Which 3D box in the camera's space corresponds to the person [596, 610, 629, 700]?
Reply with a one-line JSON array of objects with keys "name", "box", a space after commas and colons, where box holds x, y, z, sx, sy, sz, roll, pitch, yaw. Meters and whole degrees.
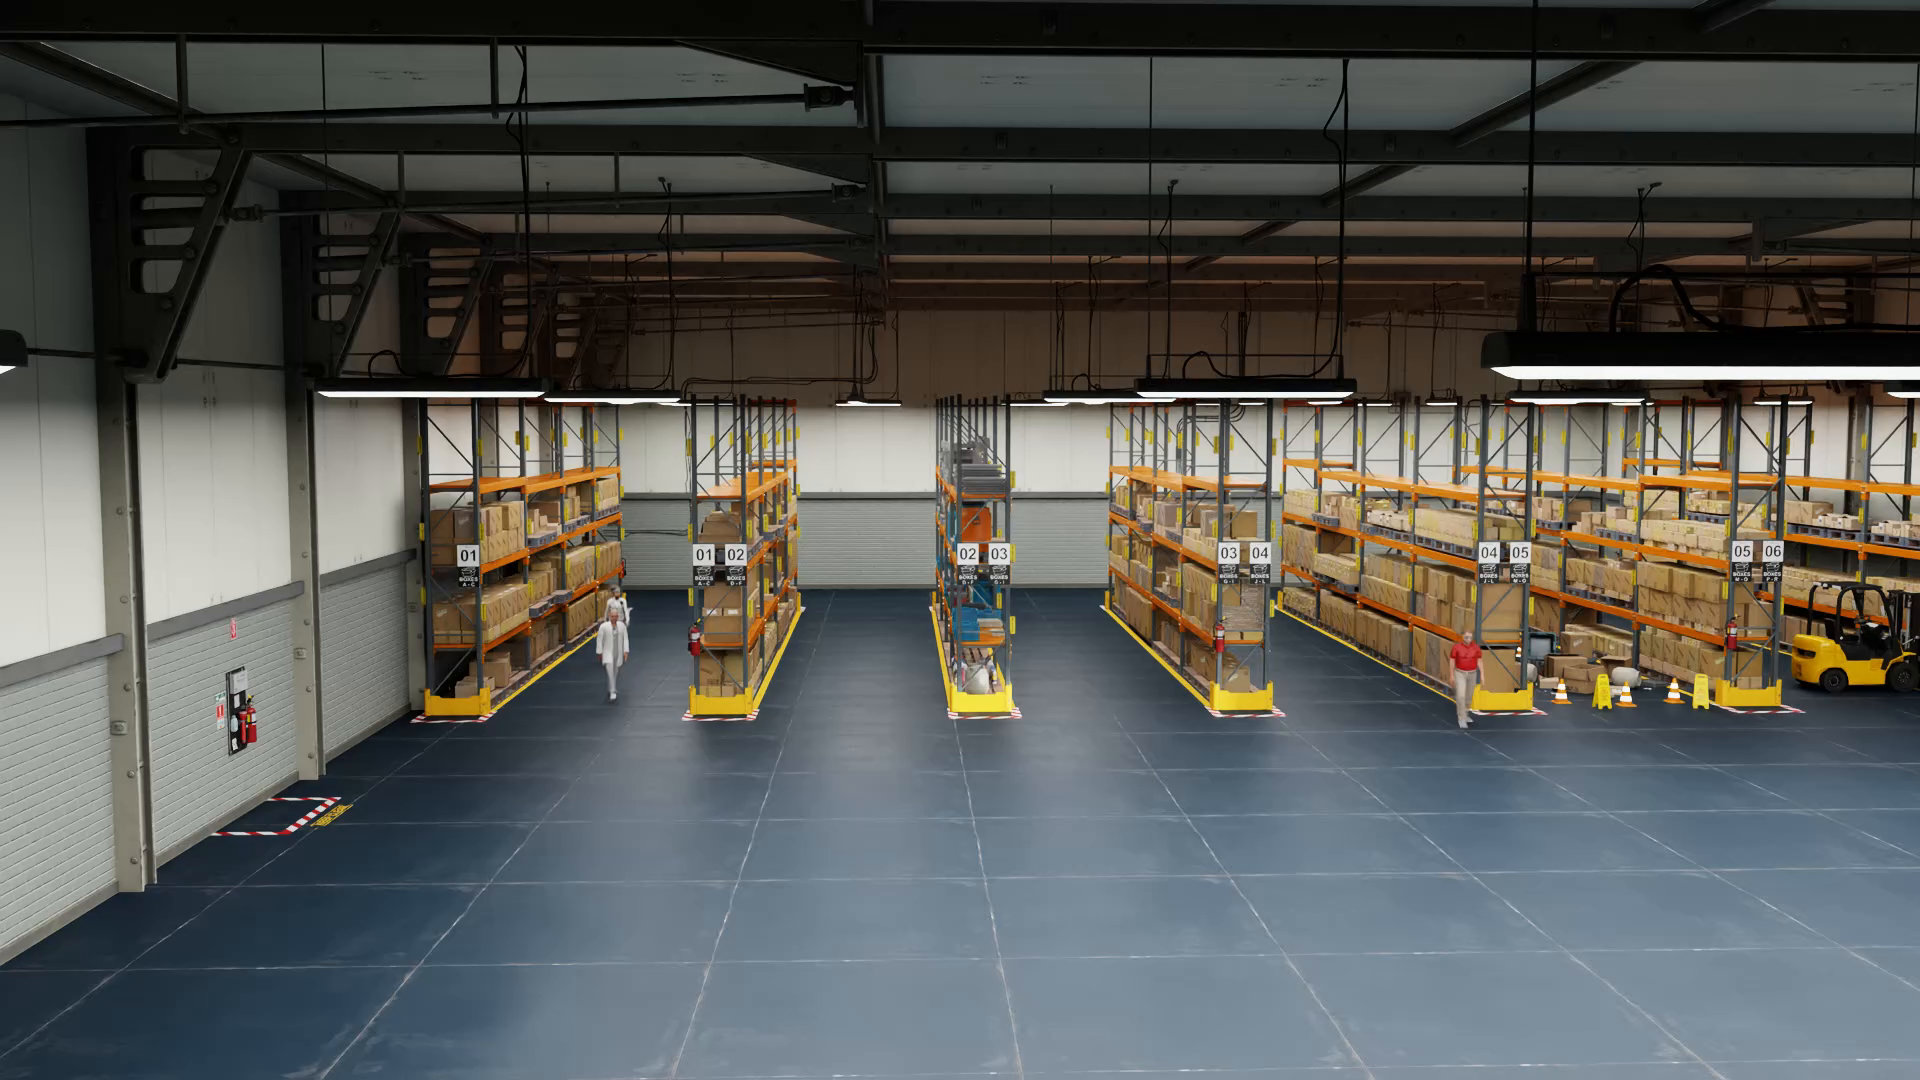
[{"name": "person", "box": [-6.853, 2.338, 32.922, 0.599, 1.533, 1.058, -3, 5, -35]}]

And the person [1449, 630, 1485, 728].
[{"name": "person", "box": [9.196, 2.502, 30.164, 0.580, 1.762, 0.639, 0, 5, -4]}]

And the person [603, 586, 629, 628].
[{"name": "person", "box": [-7.919, 1.869, 38.314, 0.585, 1.621, 1.026, -1, 5, -11]}]
